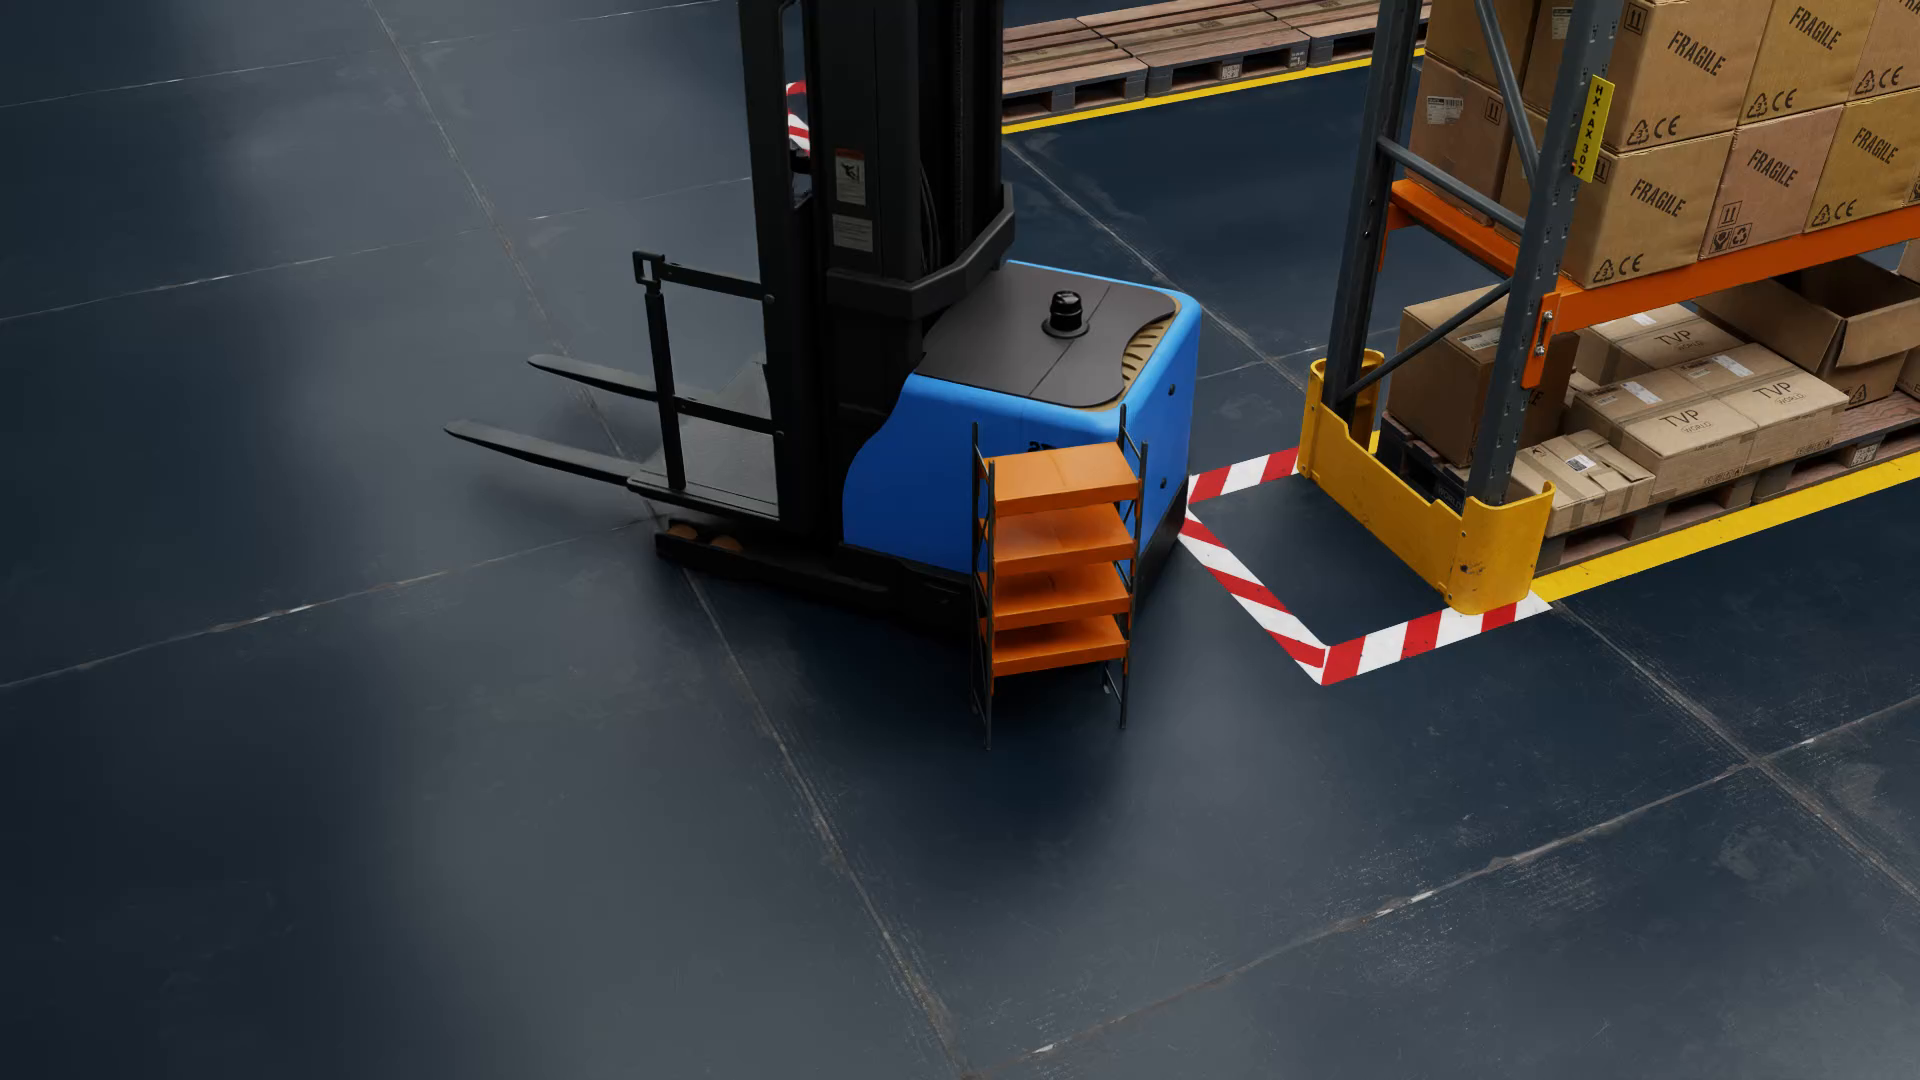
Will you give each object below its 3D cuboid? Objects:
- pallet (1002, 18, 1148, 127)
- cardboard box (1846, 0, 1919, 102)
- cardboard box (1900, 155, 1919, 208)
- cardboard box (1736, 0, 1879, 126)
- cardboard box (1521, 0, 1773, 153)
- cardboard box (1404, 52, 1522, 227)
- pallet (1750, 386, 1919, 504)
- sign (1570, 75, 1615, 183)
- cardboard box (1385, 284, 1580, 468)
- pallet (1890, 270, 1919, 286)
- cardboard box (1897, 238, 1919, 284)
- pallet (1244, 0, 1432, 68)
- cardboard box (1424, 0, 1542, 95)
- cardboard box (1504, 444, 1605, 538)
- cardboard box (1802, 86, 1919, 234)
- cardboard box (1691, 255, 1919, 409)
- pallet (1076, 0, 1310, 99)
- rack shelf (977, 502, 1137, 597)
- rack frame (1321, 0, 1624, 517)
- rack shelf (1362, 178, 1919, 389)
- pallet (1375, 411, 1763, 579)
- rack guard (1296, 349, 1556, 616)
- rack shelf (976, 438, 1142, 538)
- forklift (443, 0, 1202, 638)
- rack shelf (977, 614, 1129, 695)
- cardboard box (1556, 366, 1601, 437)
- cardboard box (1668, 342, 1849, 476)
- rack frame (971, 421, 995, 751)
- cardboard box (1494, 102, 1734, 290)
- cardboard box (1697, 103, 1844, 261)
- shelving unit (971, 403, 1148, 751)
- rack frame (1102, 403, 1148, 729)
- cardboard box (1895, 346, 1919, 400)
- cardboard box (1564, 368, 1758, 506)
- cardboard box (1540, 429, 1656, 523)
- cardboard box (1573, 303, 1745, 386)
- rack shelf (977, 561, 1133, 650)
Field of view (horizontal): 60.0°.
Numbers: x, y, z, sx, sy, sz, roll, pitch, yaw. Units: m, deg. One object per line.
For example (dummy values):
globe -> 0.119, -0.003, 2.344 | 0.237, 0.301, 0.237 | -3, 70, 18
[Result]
pallet -> 0.425, -2.982, 10.594 | 1.213, 0.211, 1.003 | -16, 39, -20
cardboard box -> 3.202, -1.915, 5.890 | 0.500, 0.500, 0.500 | -15, 39, -19
cardboard box -> 3.651, -1.637, 6.355 | 0.500, 0.500, 0.500 | -15, 39, -19
cardboard box -> 2.747, -1.791, 5.723 | 0.500, 0.500, 0.500 | -15, 39, -19
cardboard box -> 2.277, -1.654, 5.539 | 0.500, 0.500, 0.500 | -14, 39, -19
cardboard box -> 2.053, -1.543, 6.228 | 0.500, 0.500, 0.500 | -14, 39, -19
pallet -> 3.657, -0.650, 7.450 | 1.213, 0.211, 1.003 | -16, 39, -20
sign -> 1.994, -1.297, 5.255 | 0.005, 0.325, 0.100 | -16, 39, -20
cardboard box -> 2.151, -0.686, 6.885 | 0.500, 0.500, 0.500 | -16, 39, -20
pallet -> 4.763, -0.961, 7.869 | 1.213, 0.211, 1.003 | -16, 39, -20
cardboard box -> 4.913, -1.362, 7.956 | 0.500, 0.311, 0.500 | -16, 39, -20
pallet -> 2.634, -3.600, 11.426 | 1.213, 0.211, 1.003 | -16, 39, -20
cardboard box -> 2.050, -1.945, 5.931 | 0.500, 0.500, 0.500 | -16, 39, -20
cardboard box -> 2.289, -0.195, 6.518 | 0.250, 0.149, 0.380 | -16, 39, -20
cardboard box -> 3.198, -1.512, 6.186 | 0.500, 0.500, 0.500 | -16, 39, -20
cardboard box -> 3.686, -0.951, 7.240 | 0.637, 0.503, 0.797 | -16, 39, -20
pallet -> 1.528, -3.289, 11.007 | 1.213, 0.211, 1.003 | -16, 39, -20
rack shelf -> 0.310, 0.021, 5.452 | 0.480, 0.148, 0.258 | -8, 37, -10
rack frame -> 1.764, -1.242, 5.907 | 0.127, 3.000, 1.000 | -16, 39, -20
rack shelf -> 3.574, -1.460, 6.804 | 4.000, 0.370, 1.077 | -16, 39, -20
pallet -> 2.554, -0.344, 7.037 | 1.213, 0.211, 1.003 | -16, 39, -20
rack guard -> 1.832, -0.258, 6.678 | 0.348, 0.500, 1.175 | -16, 39, -20
rack shelf -> 0.310, -0.169, 5.311 | 0.480, 0.148, 0.258 | -8, 37, -10
forklift -> -0.655, -1.303, 6.046 | 3.031, 2.935, 1.130 | 14, 39, 18
rack shelf -> 0.310, 0.360, 5.704 | 0.480, 0.148, 0.258 | -8, 37, -10
cardboard box -> 2.556, -0.606, 7.057 | 0.250, 0.166, 0.380 | -16, 39, -20
cardboard box -> 3.282, -0.552, 6.916 | 0.500, 0.250, 0.500 | -16, 39, -20
rack frame -> 0.073, 0.179, 5.502 | 0.015, 1.200, 0.240 | -8, 37, -10
cardboard box -> 2.277, -1.253, 5.837 | 0.500, 0.500, 0.500 | -15, 39, -19
cardboard box -> 2.742, -1.386, 6.017 | 0.500, 0.500, 0.500 | -16, 39, -20
shelving unit -> 0.310, 0.146, 5.546 | 0.503, 1.200, 0.258 | -8, 37, -10
rack frame -> 0.548, 0.114, 5.589 | 0.015, 1.200, 0.240 | -8, 37, -10
cardboard box -> 4.311, -0.865, 7.285 | 0.500, 0.311, 0.500 | -16, 39, -20
cardboard box -> 2.829, -0.426, 6.745 | 0.500, 0.250, 0.500 | -16, 39, -20
cardboard box -> 2.515, -0.265, 6.598 | 0.250, 0.166, 0.380 | -16, 39, -20
cardboard box -> 3.024, -0.809, 7.262 | 0.500, 0.250, 0.500 | -16, 39, -20
rack shelf -> 0.310, 0.200, 5.586 | 0.480, 0.148, 0.258 | -8, 37, -10
